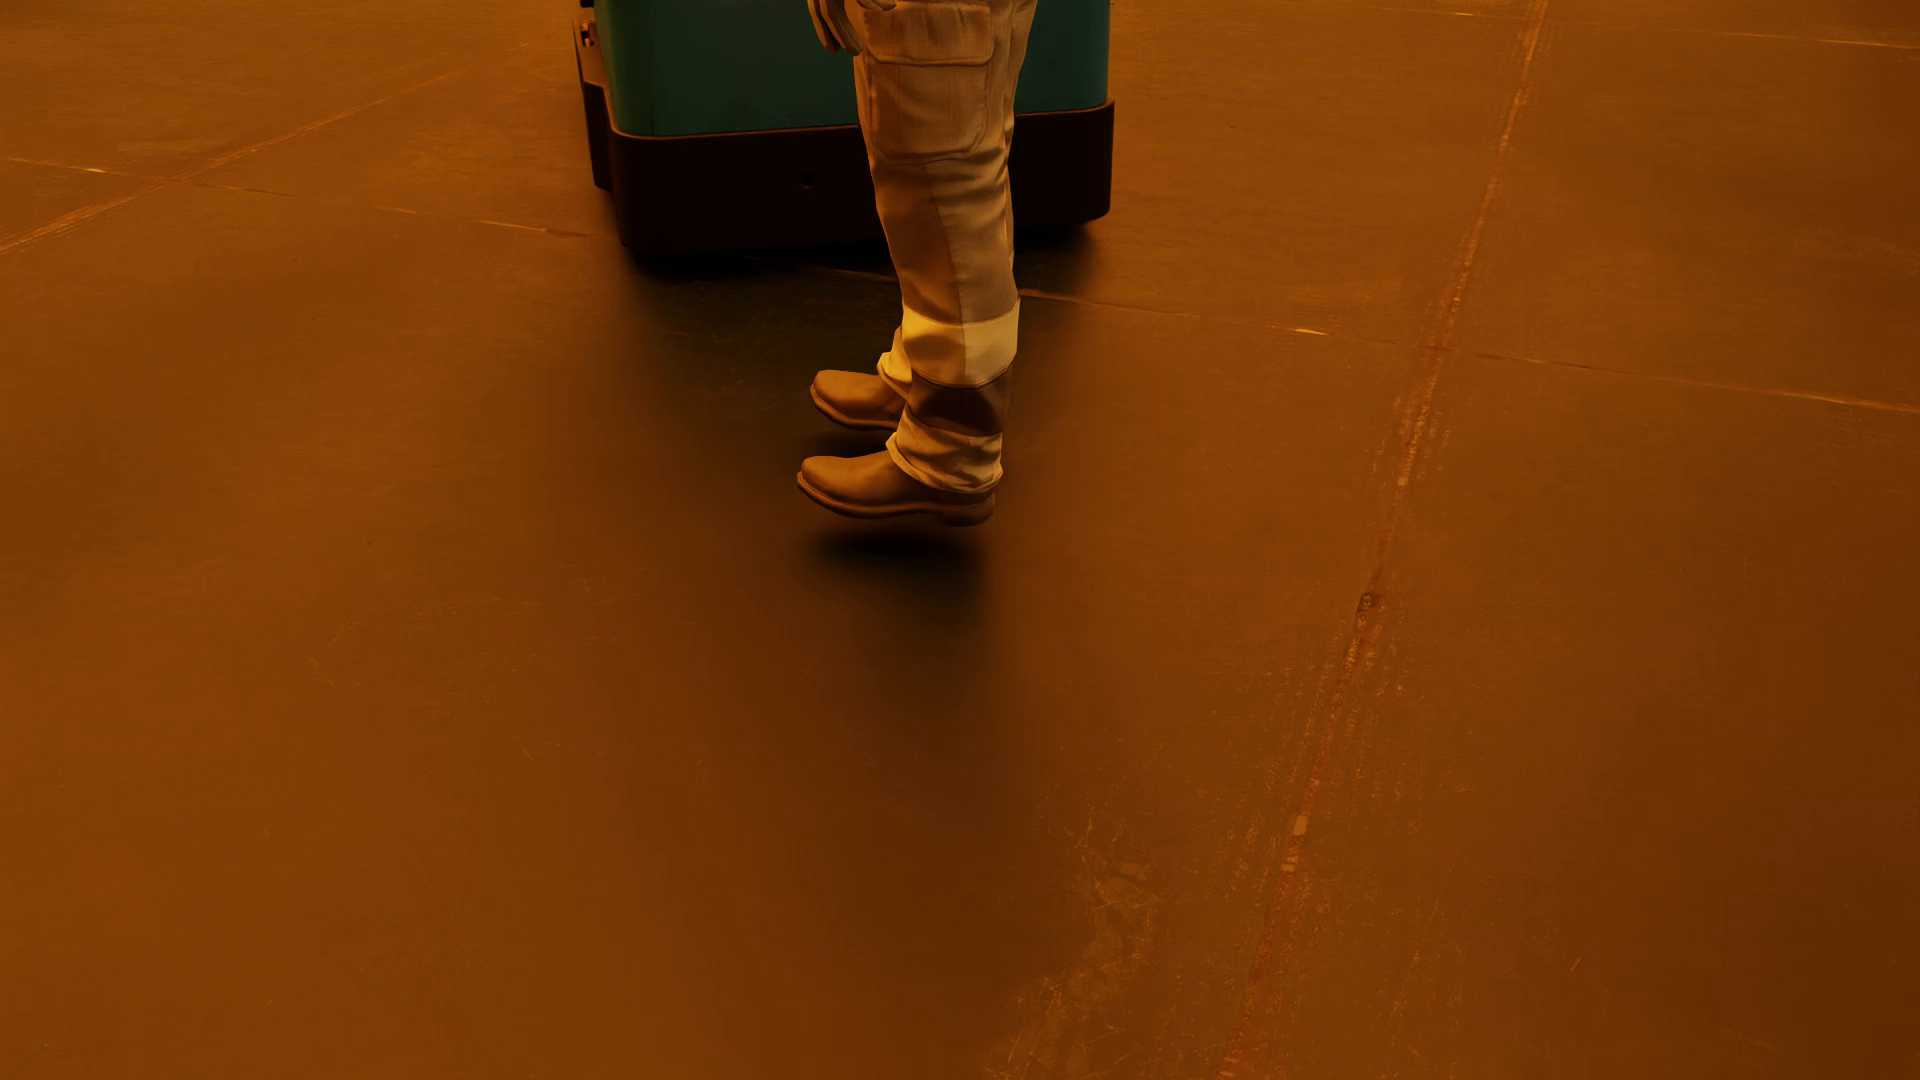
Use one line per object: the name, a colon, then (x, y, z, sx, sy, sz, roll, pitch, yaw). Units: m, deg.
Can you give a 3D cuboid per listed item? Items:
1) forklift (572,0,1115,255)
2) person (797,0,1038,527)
forklift: (-0.513, -2.565, 4.054, 1.130, 2.935, 3.031, -7, 30, -12)
person: (-0.070, -0.839, 2.070, 0.564, 1.787, 0.637, 10, 31, 18)
